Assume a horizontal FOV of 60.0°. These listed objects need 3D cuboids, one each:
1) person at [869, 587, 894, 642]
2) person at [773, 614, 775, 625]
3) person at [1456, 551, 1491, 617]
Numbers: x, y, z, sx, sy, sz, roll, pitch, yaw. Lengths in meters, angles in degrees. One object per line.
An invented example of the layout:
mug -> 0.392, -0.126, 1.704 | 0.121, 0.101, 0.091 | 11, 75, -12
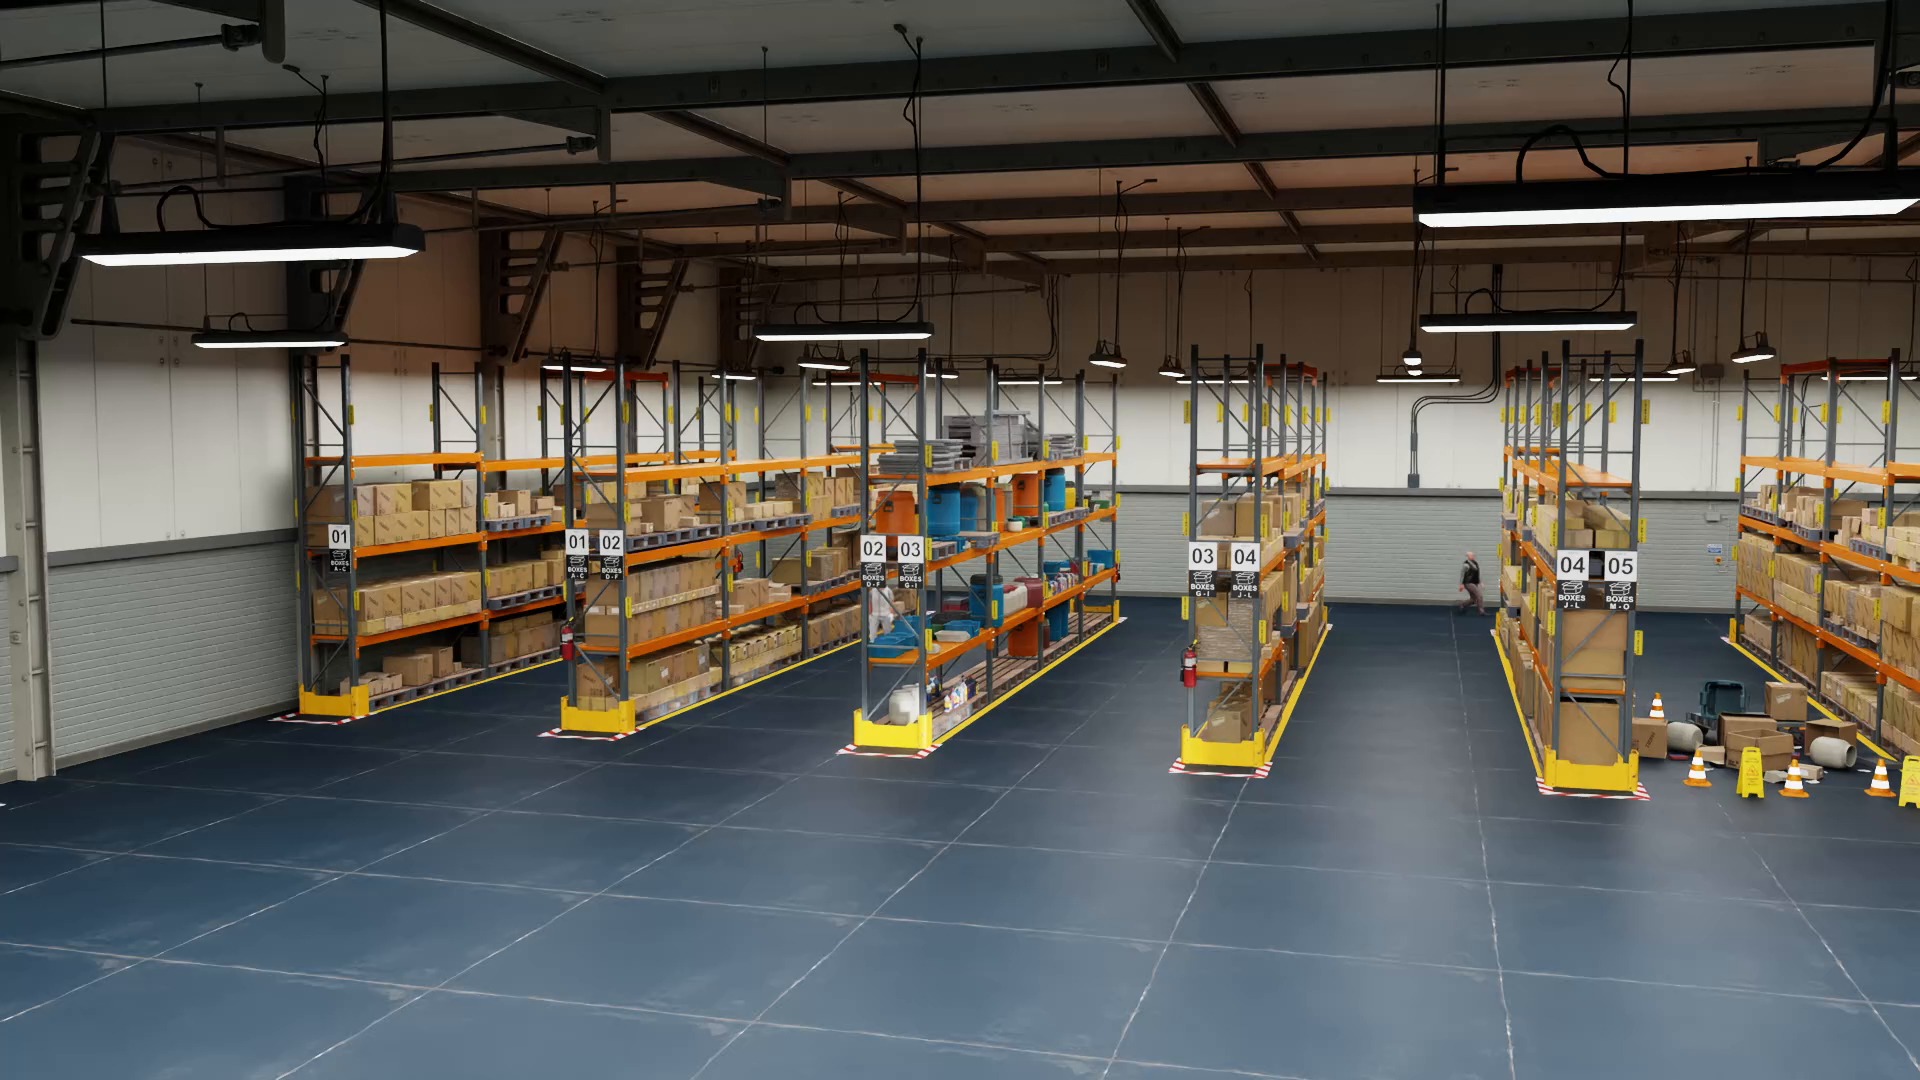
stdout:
person -> -1.635, 1.555, 34.021 | 0.598, 1.715, 1.070 | 1, 4, 11
person -> -4.080, 1.316, 38.259 | 0.520, 1.591, 1.024 | 1, 4, 13
person -> 12.810, 1.129, 41.511 | 0.528, 1.526, 1.053 | -4, 6, -40
